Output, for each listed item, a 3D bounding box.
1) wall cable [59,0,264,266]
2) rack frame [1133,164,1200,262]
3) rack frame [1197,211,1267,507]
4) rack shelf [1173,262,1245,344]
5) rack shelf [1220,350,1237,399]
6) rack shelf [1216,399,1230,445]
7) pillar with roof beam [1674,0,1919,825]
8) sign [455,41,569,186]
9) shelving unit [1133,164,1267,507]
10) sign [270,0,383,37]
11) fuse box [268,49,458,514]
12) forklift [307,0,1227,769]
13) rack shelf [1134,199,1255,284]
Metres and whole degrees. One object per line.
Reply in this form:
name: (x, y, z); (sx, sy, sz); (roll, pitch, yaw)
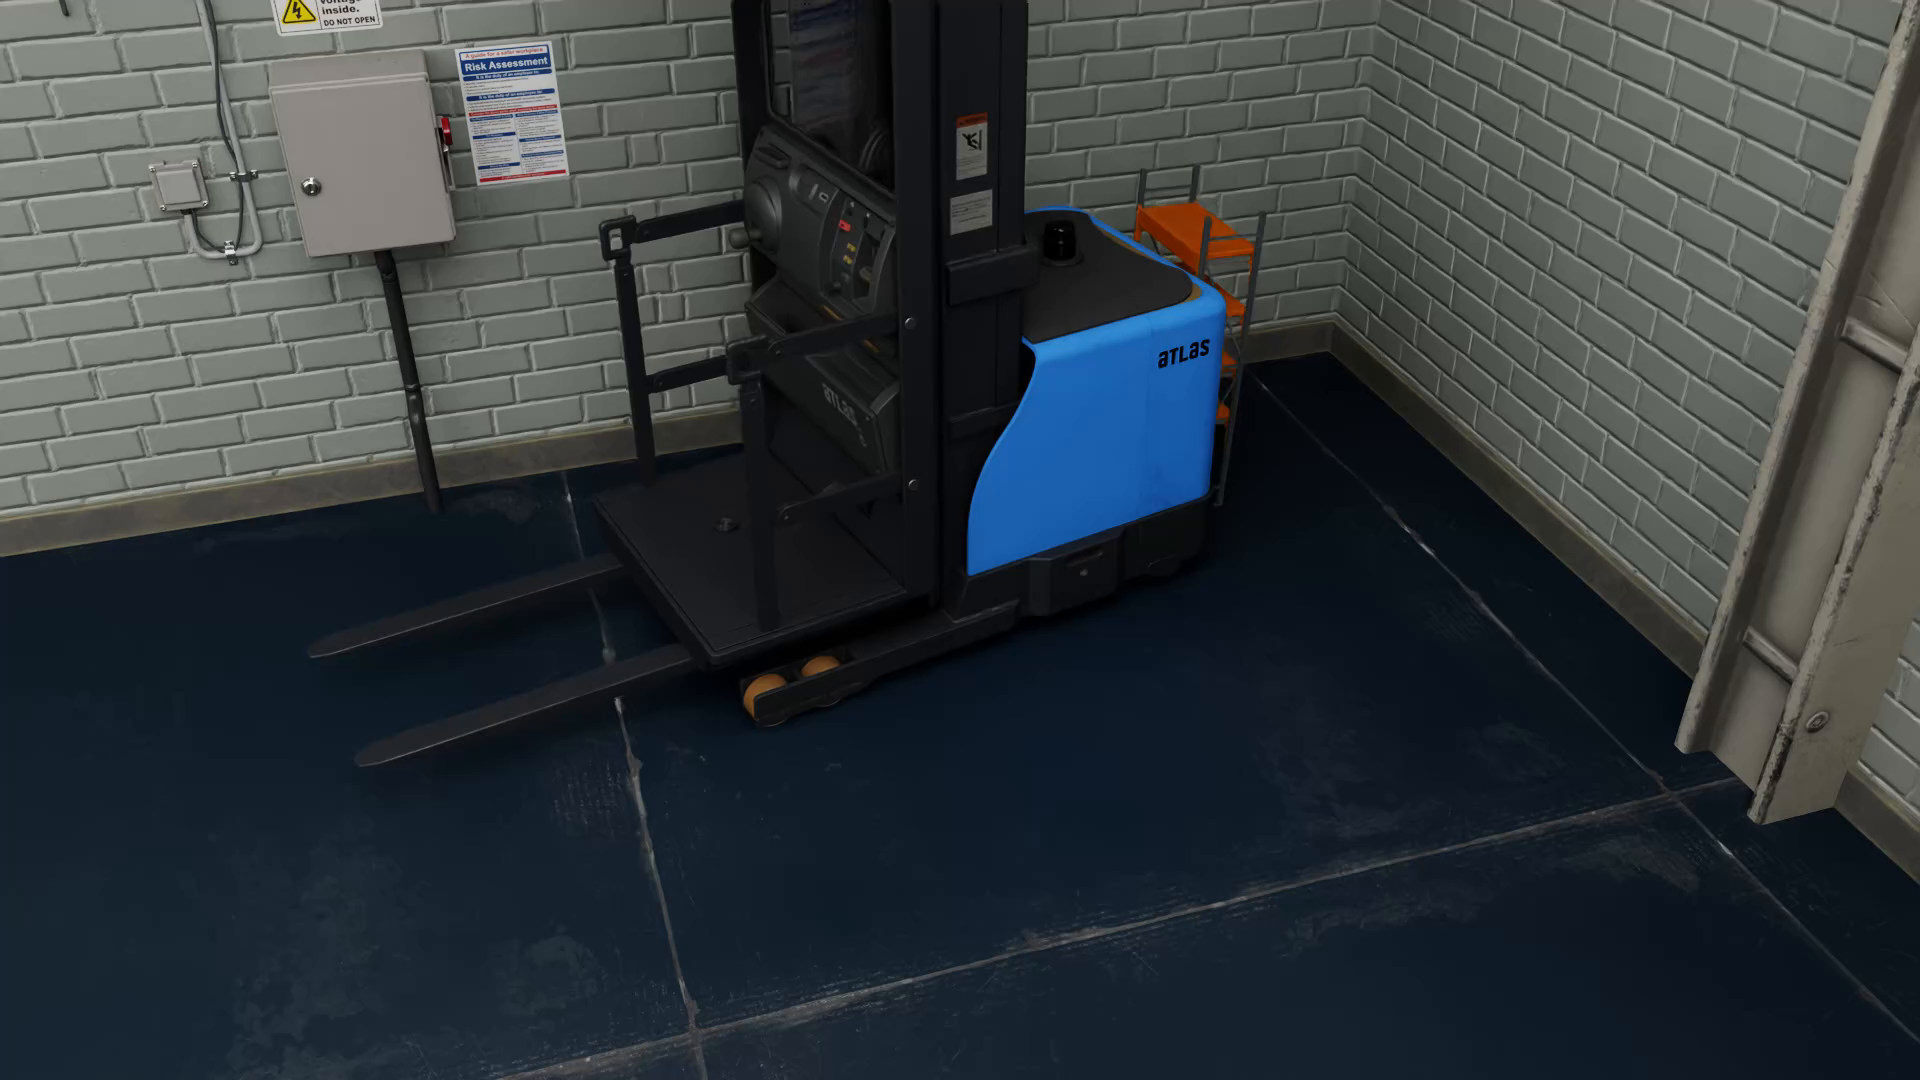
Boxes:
wall cable: (-2.689, -1.751, 5.257); (0.588, 1.984, 0.122); (-10, 35, -15)
rack frame: (0.751, -0.874, 6.472); (0.240, 1.200, 0.015); (-10, 35, -20)
rack frame: (0.931, -0.623, 6.094); (0.240, 1.200, 0.015); (-10, 35, -20)
rack shelf: (0.848, -0.881, 6.199); (0.258, 0.148, 0.480); (-10, 35, -20)
rack shelf: (0.838, -0.692, 6.319); (0.258, 0.148, 0.480); (-10, 35, -20)
rack shelf: (0.829, -0.524, 6.425); (0.258, 0.148, 0.480); (-10, 35, -20)
pillar with roof beam: (-1.632, -2.308, 1.581); (9.100, 9.000, 0.400); (-10, 35, -15)
sign: (-1.584, -1.511, 5.902); (0.329, 0.494, 0.001); (-10, 35, -15)
shelving unit: (0.841, -0.749, 6.283); (0.258, 1.200, 0.503); (-10, 35, -20)
sign: (-2.107, -1.803, 5.508); (0.339, 0.242, 0.001); (-10, 35, -15)
fuse box: (-1.991, -0.821, 5.941); (0.539, 1.711, 0.414); (-10, 35, -15)
forklift: (-0.620, -0.957, 5.040); (3.031, 2.935, 1.130); (-18, 38, -25)
rack shelf: (0.860, -1.080, 6.072); (0.258, 0.148, 0.480); (-10, 35, -20)
